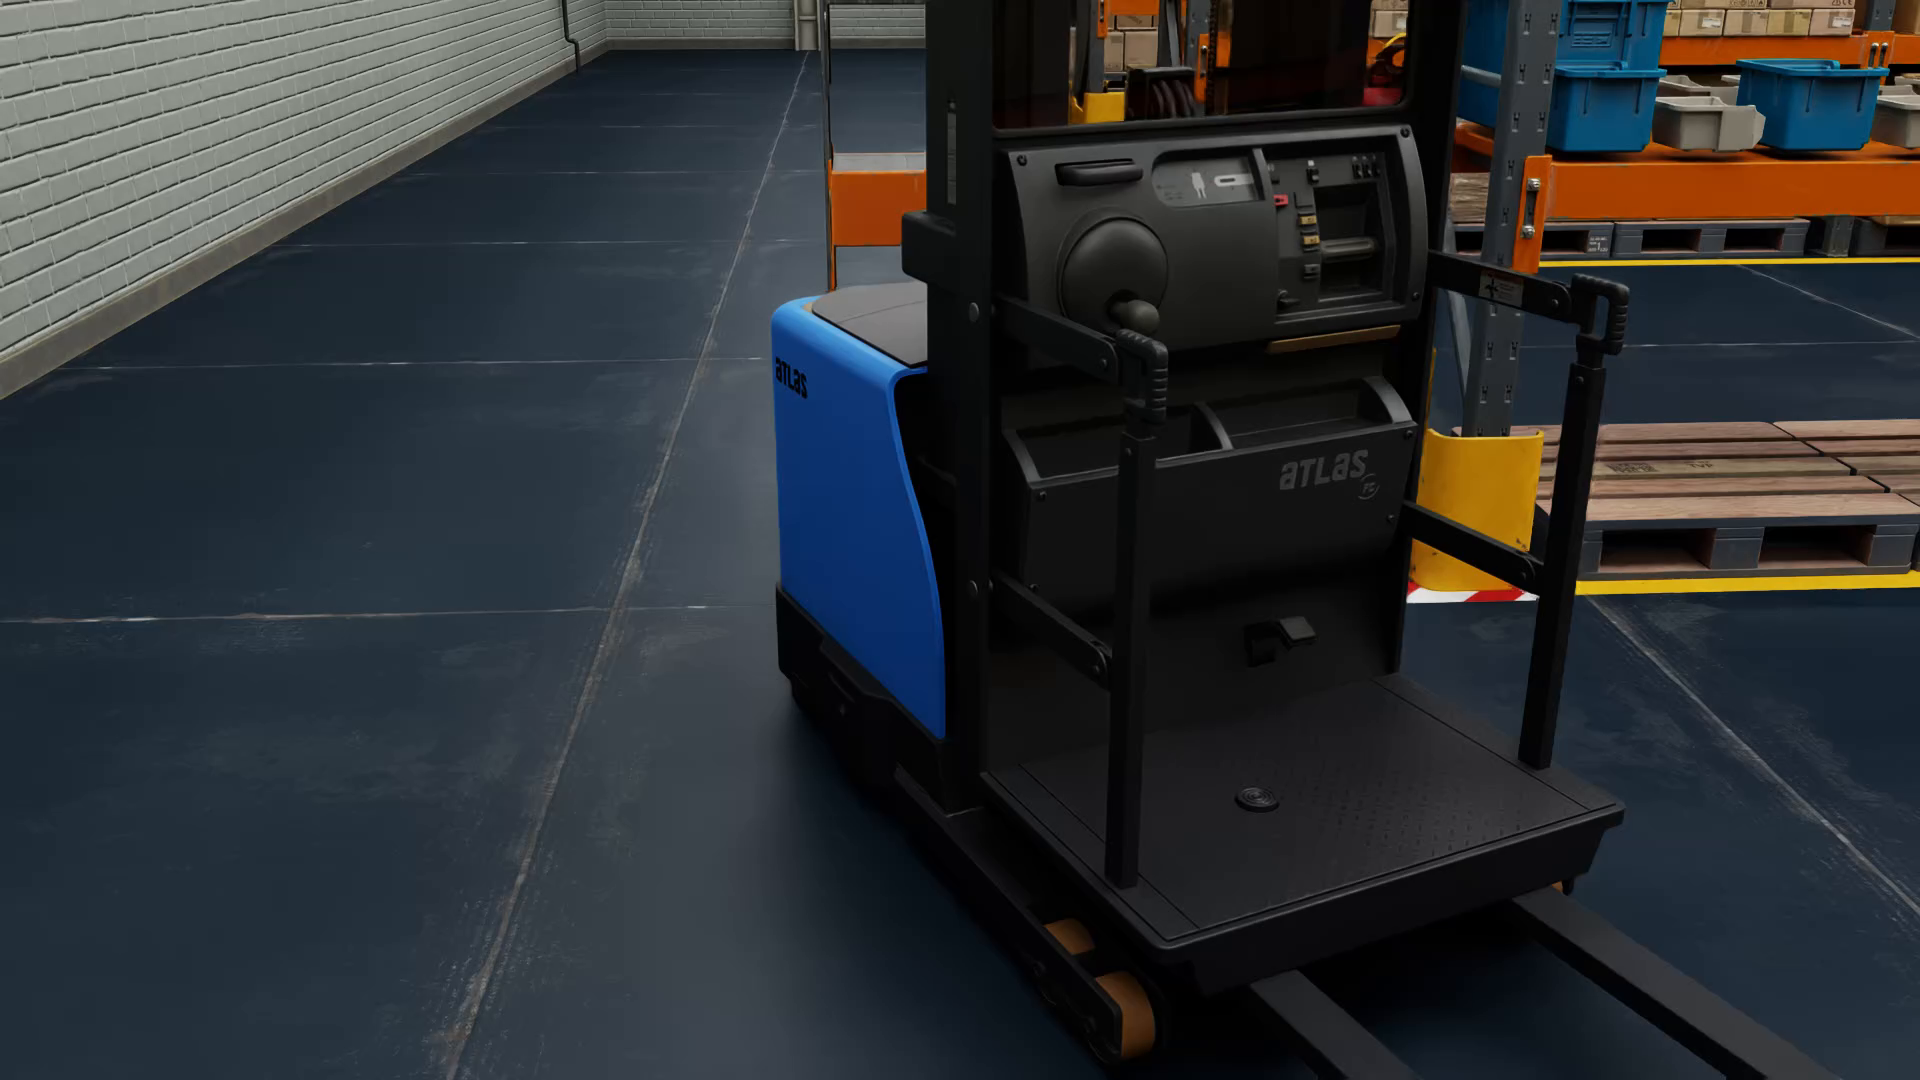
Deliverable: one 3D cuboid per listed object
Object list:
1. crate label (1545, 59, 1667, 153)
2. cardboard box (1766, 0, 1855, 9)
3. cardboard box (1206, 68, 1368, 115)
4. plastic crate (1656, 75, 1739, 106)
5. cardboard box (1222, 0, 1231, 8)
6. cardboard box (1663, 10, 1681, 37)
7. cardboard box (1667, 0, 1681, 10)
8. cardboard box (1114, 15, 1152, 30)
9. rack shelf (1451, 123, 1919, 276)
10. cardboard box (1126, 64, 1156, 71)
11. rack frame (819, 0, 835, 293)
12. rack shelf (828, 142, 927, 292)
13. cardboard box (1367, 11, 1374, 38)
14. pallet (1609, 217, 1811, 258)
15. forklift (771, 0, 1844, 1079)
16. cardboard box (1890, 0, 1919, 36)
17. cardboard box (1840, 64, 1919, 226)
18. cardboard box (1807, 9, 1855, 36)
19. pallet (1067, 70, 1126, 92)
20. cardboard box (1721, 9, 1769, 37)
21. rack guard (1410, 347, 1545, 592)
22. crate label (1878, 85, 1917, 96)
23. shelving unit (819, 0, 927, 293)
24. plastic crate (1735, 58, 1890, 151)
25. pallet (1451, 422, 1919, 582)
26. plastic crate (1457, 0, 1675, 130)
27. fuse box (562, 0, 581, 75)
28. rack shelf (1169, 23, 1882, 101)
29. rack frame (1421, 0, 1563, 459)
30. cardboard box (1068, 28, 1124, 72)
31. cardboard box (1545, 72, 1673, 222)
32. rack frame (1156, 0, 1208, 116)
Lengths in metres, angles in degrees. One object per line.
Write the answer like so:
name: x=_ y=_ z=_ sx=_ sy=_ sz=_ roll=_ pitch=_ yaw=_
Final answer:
crate label: x=1.874 y=-1.293 z=4.952 sx=0.303 sy=0.233 sz=0.416 roll=-1 pitch=21 yaw=-3
cardboard box: x=4.893 y=-3.262 z=9.767 sx=0.500 sy=0.250 sz=0.500 roll=-2 pitch=21 yaw=-4
cardboard box: x=1.960 y=-2.459 z=10.260 sx=0.875 sy=0.875 sz=0.875 roll=-1 pitch=21 yaw=-3
plastic crate: x=2.412 y=-1.441 z=5.476 sx=0.243 sy=0.136 sz=0.396 roll=-1 pitch=21 yaw=-3
cardboard box: x=1.820 y=-3.197 z=9.596 sx=0.500 sy=0.250 sz=0.500 roll=-2 pitch=21 yaw=-4
cardboard box: x=4.006 y=-3.035 z=9.729 sx=0.250 sy=0.149 sz=0.380 roll=-1 pitch=21 yaw=-2
cardboard box: x=3.867 y=-3.241 z=9.710 sx=0.500 sy=0.250 sz=0.500 roll=-1 pitch=21 yaw=-2
cardboard box: x=2.478 y=-7.484 z=23.984 sx=0.500 sy=0.500 sz=0.500 roll=-1 pitch=21 yaw=-2
rack shelf: x=3.605 y=-1.159 z=5.462 sx=4.000 sy=0.370 sz=1.077 roll=-1 pitch=21 yaw=-3
cardboard box: x=1.658 y=-4.221 z=15.073 sx=0.250 sy=0.149 sz=0.380 roll=-1 pitch=21 yaw=-2
rack frame: x=-0.409 y=-0.973 z=5.226 sx=0.015 sy=2.100 sz=0.400 roll=-1 pitch=21 yaw=-3
rack shelf: x=-0.165 y=-0.965 z=5.243 sx=0.480 sy=0.518 sz=0.431 roll=-1 pitch=21 yaw=-3
cardboard box: x=2.211 y=-2.998 z=9.633 sx=0.250 sy=0.149 sz=0.380 roll=-2 pitch=21 yaw=-4
pallet: x=4.556 y=-2.005 z=10.590 sx=1.213 sy=0.211 sz=1.003 roll=-1 pitch=21 yaw=-3
forklift: x=0.613 y=-0.581 z=3.028 sx=1.130 sy=2.935 sz=3.031 roll=-10 pitch=23 yaw=-25
cardboard box: x=5.793 y=-3.263 z=9.835 sx=0.500 sy=0.500 sz=0.500 roll=-1 pitch=21 yaw=-3
cardboard box: x=5.957 y=-2.519 z=10.418 sx=0.875 sy=0.875 sz=1.225 roll=-1 pitch=21 yaw=-3
cardboard box: x=5.034 y=-3.056 z=9.784 sx=0.250 sy=0.149 sz=0.380 roll=-1 pitch=21 yaw=-3
pallet: x=1.554 y=-5.476 z=19.706 sx=1.213 sy=0.211 sz=1.003 roll=-1 pitch=21 yaw=-3
cardboard box: x=4.520 y=-3.045 z=9.757 sx=0.250 sy=0.149 sz=0.380 roll=-2 pitch=21 yaw=-4
rack guard: x=1.585 y=-0.282 z=5.658 sx=0.348 sy=0.500 sz=1.175 roll=-1 pitch=21 yaw=-3
crate label: x=2.979 y=-1.456 z=5.515 sx=0.243 sy=0.136 sz=0.396 roll=-1 pitch=21 yaw=-3
shelving unit: x=-0.165 y=-0.978 z=5.239 sx=0.503 sy=2.100 sz=0.431 roll=-1 pitch=21 yaw=-3
plastic crate: x=2.531 y=-1.306 z=4.987 sx=0.300 sy=0.233 sz=0.416 roll=-1 pitch=21 yaw=-3
pallet: x=2.434 y=-0.155 z=5.731 sx=1.213 sy=0.211 sz=1.003 roll=-1 pitch=21 yaw=-3
plastic crate: x=1.932 y=-1.573 z=5.402 sx=0.499 sy=0.435 sz=0.616 roll=-1 pitch=21 yaw=-3
fuse box: x=-4.842 y=-6.759 z=20.969 sx=0.414 sy=1.711 sz=0.539 roll=-1 pitch=21 yaw=-3
rack shelf: x=3.322 y=-2.919 z=10.083 sx=4.000 sy=0.370 sz=1.077 roll=-1 pitch=21 yaw=-3
rack frame: x=1.608 y=-1.455 z=5.227 sx=0.127 sy=3.000 sz=1.000 roll=-1 pitch=21 yaw=-3
cardboard box: x=1.413 y=-5.783 z=19.604 sx=0.875 sy=0.438 sz=0.875 roll=-2 pitch=21 yaw=-5
cardboard box: x=3.757 y=-2.496 z=10.356 sx=0.875 sy=0.875 sz=0.875 roll=-1 pitch=21 yaw=-3
rack frame: x=1.326 y=-3.214 z=9.848 sx=0.127 sy=3.000 sz=1.000 roll=-1 pitch=21 yaw=-3
